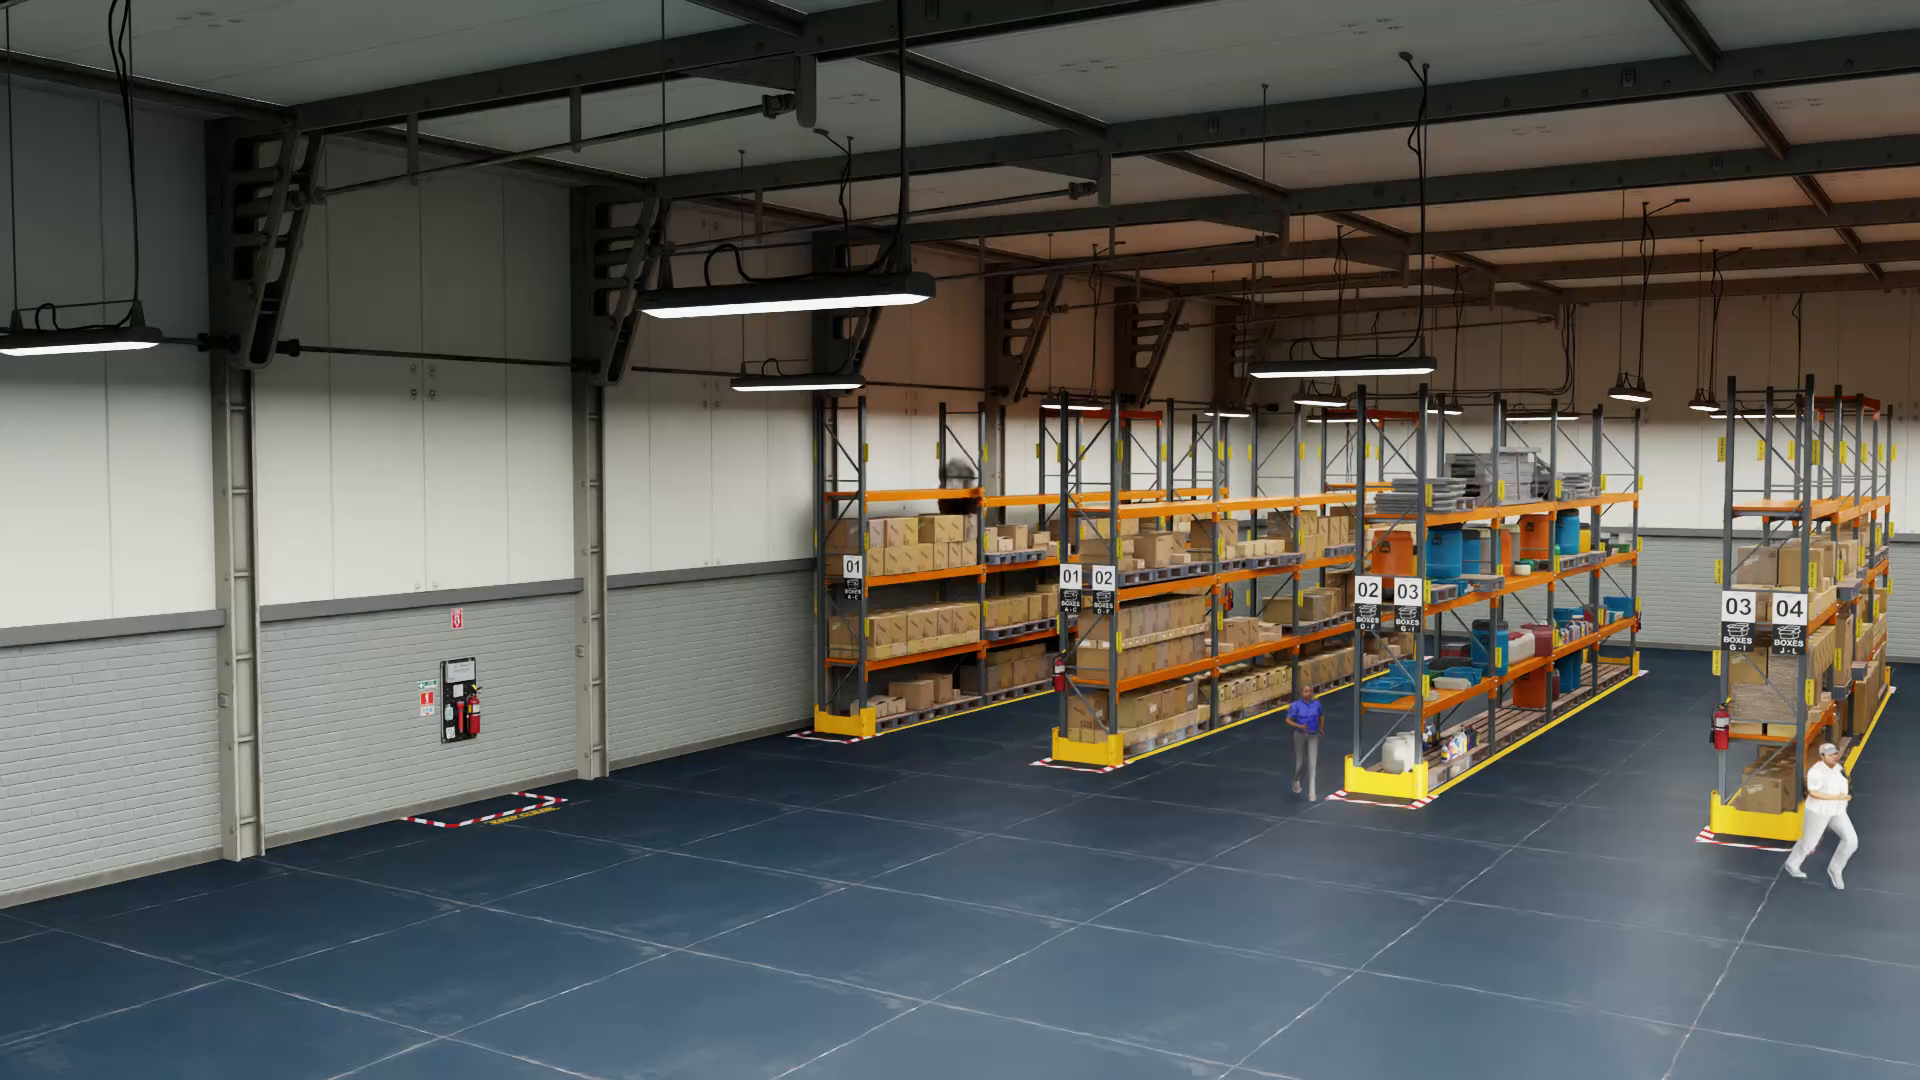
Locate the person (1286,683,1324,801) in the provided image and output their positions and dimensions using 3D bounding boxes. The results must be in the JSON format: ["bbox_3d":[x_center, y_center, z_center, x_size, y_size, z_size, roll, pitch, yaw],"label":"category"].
[{"bbox_3d":[5.004,2.891,24.064,0.593,1.649,0.831,0,3,0],"label":"person"}]

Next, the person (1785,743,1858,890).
[{"bbox_3d":[9.989,3.168,19.191,0.613,1.684,0.856,-1,3,-15],"label":"person"}]
